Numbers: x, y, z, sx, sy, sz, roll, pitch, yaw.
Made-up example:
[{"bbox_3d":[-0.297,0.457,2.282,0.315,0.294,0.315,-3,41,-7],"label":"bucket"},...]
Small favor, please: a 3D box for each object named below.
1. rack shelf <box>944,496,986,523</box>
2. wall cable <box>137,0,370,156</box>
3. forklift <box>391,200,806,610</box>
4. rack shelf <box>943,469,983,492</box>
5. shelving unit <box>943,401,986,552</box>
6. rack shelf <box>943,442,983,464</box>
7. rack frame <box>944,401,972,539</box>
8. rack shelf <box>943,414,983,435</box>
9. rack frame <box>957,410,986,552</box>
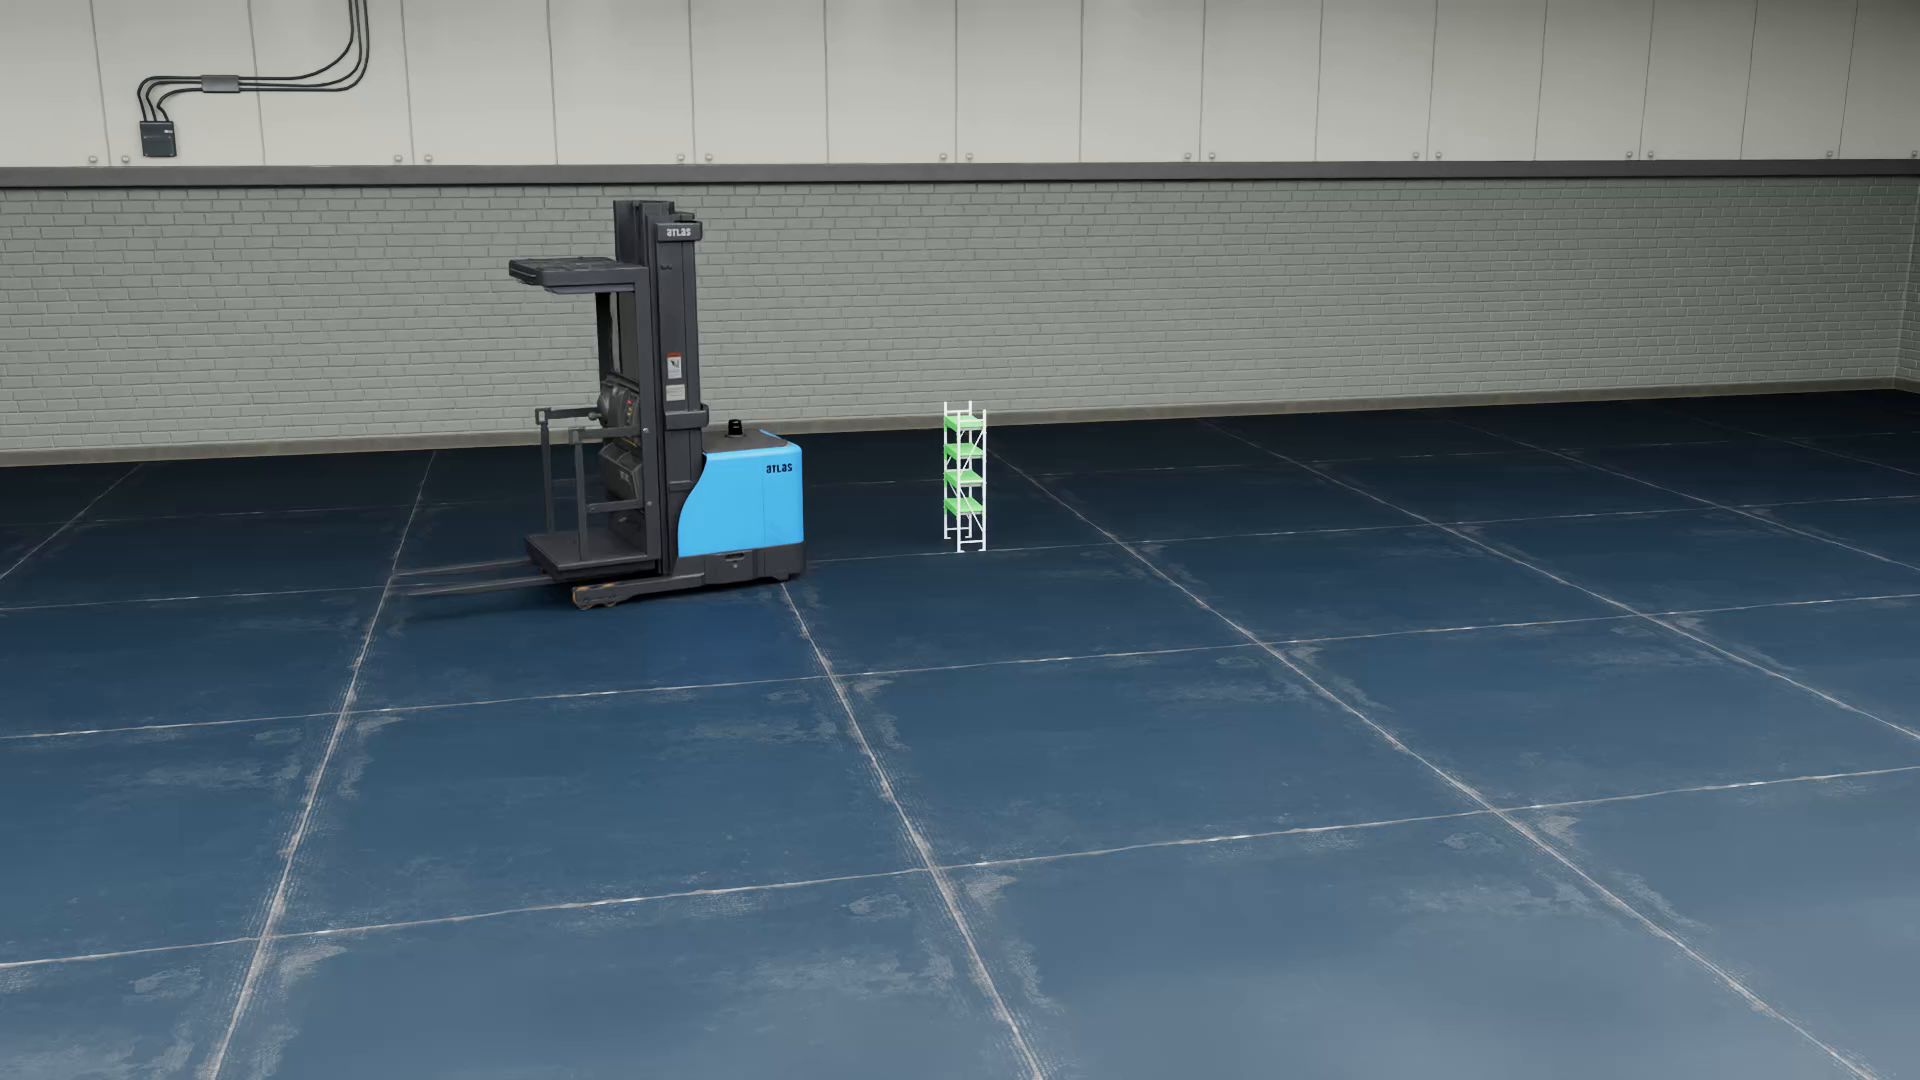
[{"bbox_3d":[0.039,-0.249,14.200,0.258,0.148,0.480,-3,14,-13],"label":"rack shelf"},{"bbox_3d":[-7.314,-6.948,16.738,2.305,6.003,0.169,-3,14,-13],"label":"wall cable"},{"bbox_3d":[-2.766,-1.051,12.554,3.031,2.935,1.130,-7,15,-27],"label":"forklift"},{"bbox_3d":[0.039,-0.483,14.144,0.258,0.148,0.480,-3,14,-13],"label":"rack shelf"},{"bbox_3d":[0.039,-0.545,14.128,0.258,1.200,0.503,-3,14,-13],"label":"shelving unit"},{"bbox_3d":[0.039,-0.716,14.087,0.258,0.148,0.480,-3,14,-13],"label":"rack shelf"},{"bbox_3d":[-0.018,-0.601,14.359,0.240,1.200,0.015,-3,14,-13],"label":"rack frame"},{"bbox_3d":[0.039,-0.949,14.030,0.258,0.148,0.480,-3,14,-13],"label":"rack shelf"},{"bbox_3d":[0.096,-0.488,13.898,0.240,1.200,0.015,-3,14,-13],"label":"rack frame"}]
